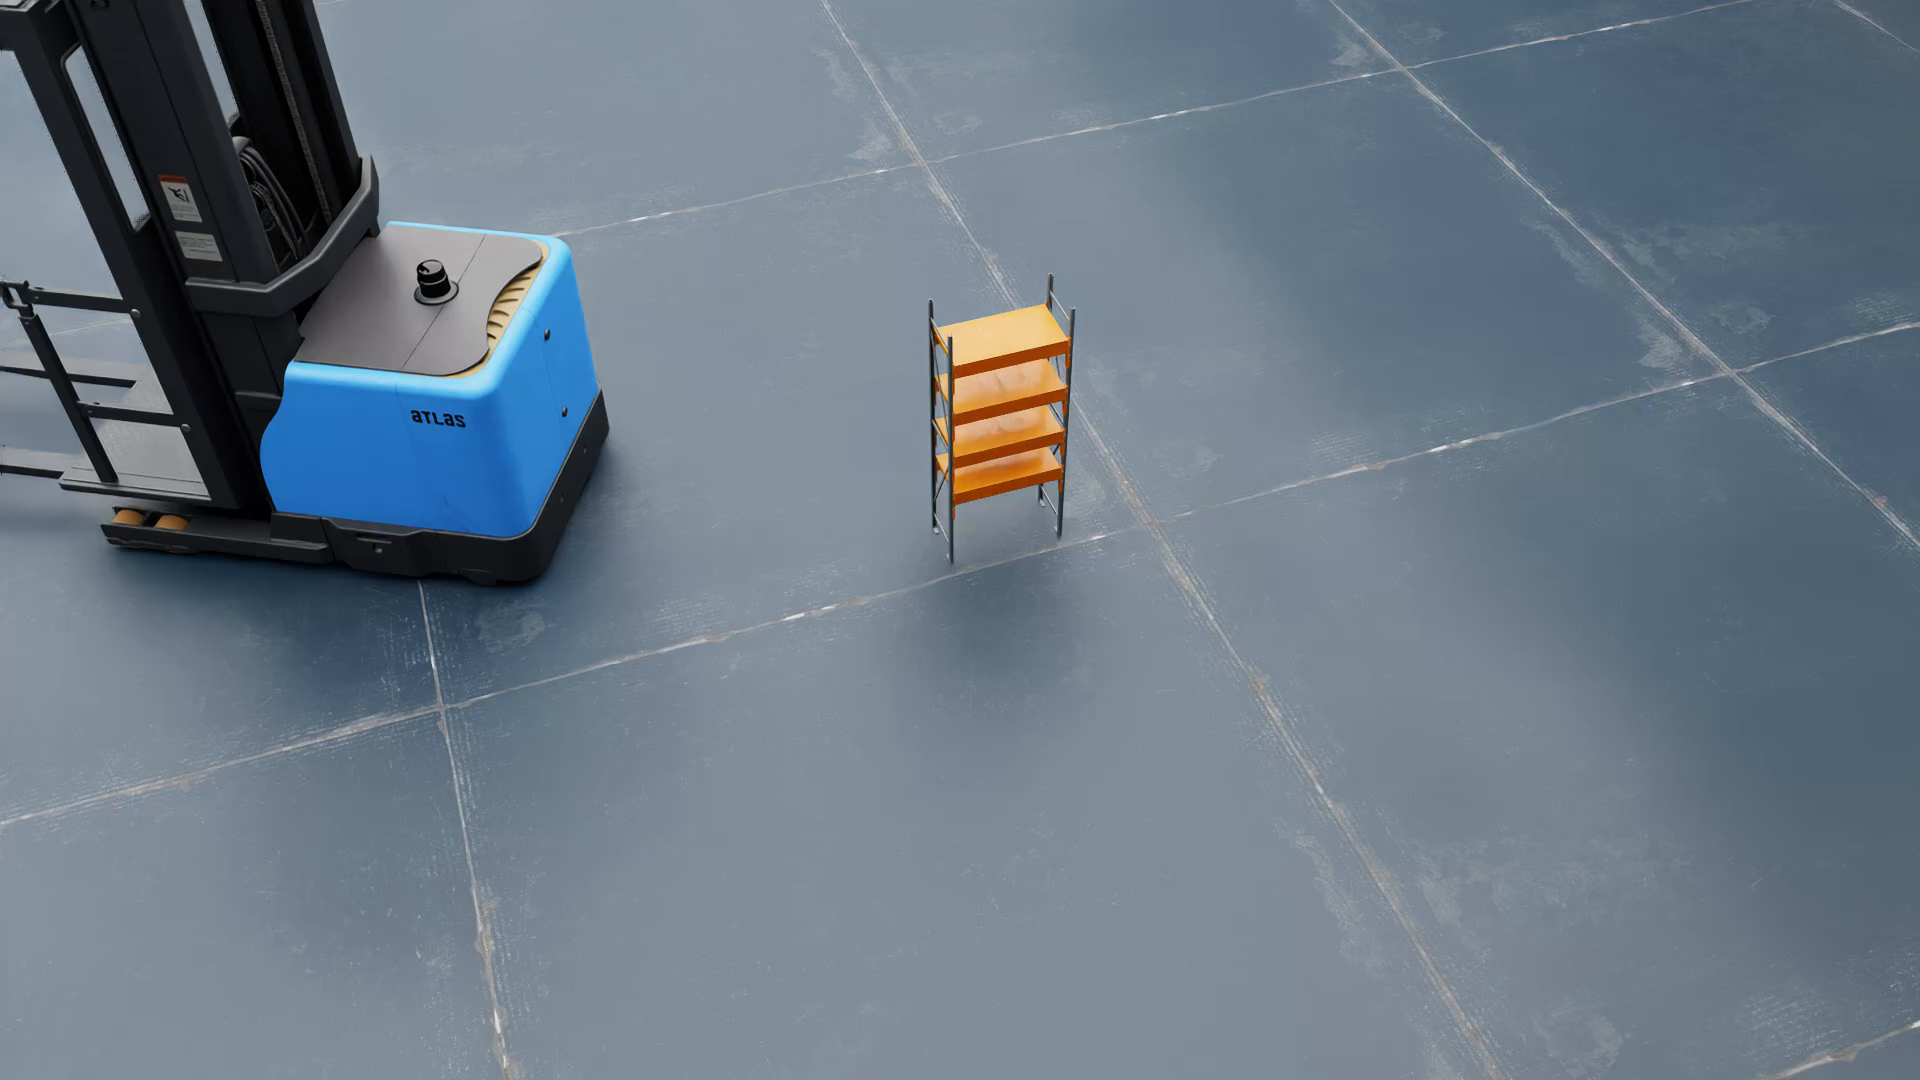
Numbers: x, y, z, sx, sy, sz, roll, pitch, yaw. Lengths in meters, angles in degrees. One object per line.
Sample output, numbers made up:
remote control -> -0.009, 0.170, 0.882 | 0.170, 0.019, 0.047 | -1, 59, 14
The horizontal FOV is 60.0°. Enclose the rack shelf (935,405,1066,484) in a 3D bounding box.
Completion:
rack shelf -> 0.156, -0.416, 6.722 | 0.480, 0.148, 0.258 | -14, 47, -14

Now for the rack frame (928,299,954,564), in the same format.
rack frame -> -0.074, -0.405, 6.616 | 0.015, 1.200, 0.240 | -14, 47, -14

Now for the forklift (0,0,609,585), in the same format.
forklift -> -3.134, -1.341, 6.326 | 3.031, 2.935, 1.130 | 6, 45, 6

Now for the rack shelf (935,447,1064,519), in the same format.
rack shelf -> 0.156, -0.276, 6.862 | 0.480, 0.148, 0.258 | -14, 47, -14

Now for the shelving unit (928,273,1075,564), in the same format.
shelving unit -> 0.156, -0.463, 6.674 | 0.503, 1.200, 0.258 | -14, 47, -14

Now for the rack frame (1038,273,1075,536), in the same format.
rack frame -> 0.385, -0.522, 6.732 | 0.015, 1.200, 0.240 | -14, 47, -14

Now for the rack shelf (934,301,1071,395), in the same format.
rack shelf -> 0.156, -0.741, 6.396 | 0.480, 0.148, 0.258 | -14, 47, -14

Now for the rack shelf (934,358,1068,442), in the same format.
rack shelf -> 0.156, -0.574, 6.563 | 0.480, 0.148, 0.258 | -14, 47, -14
